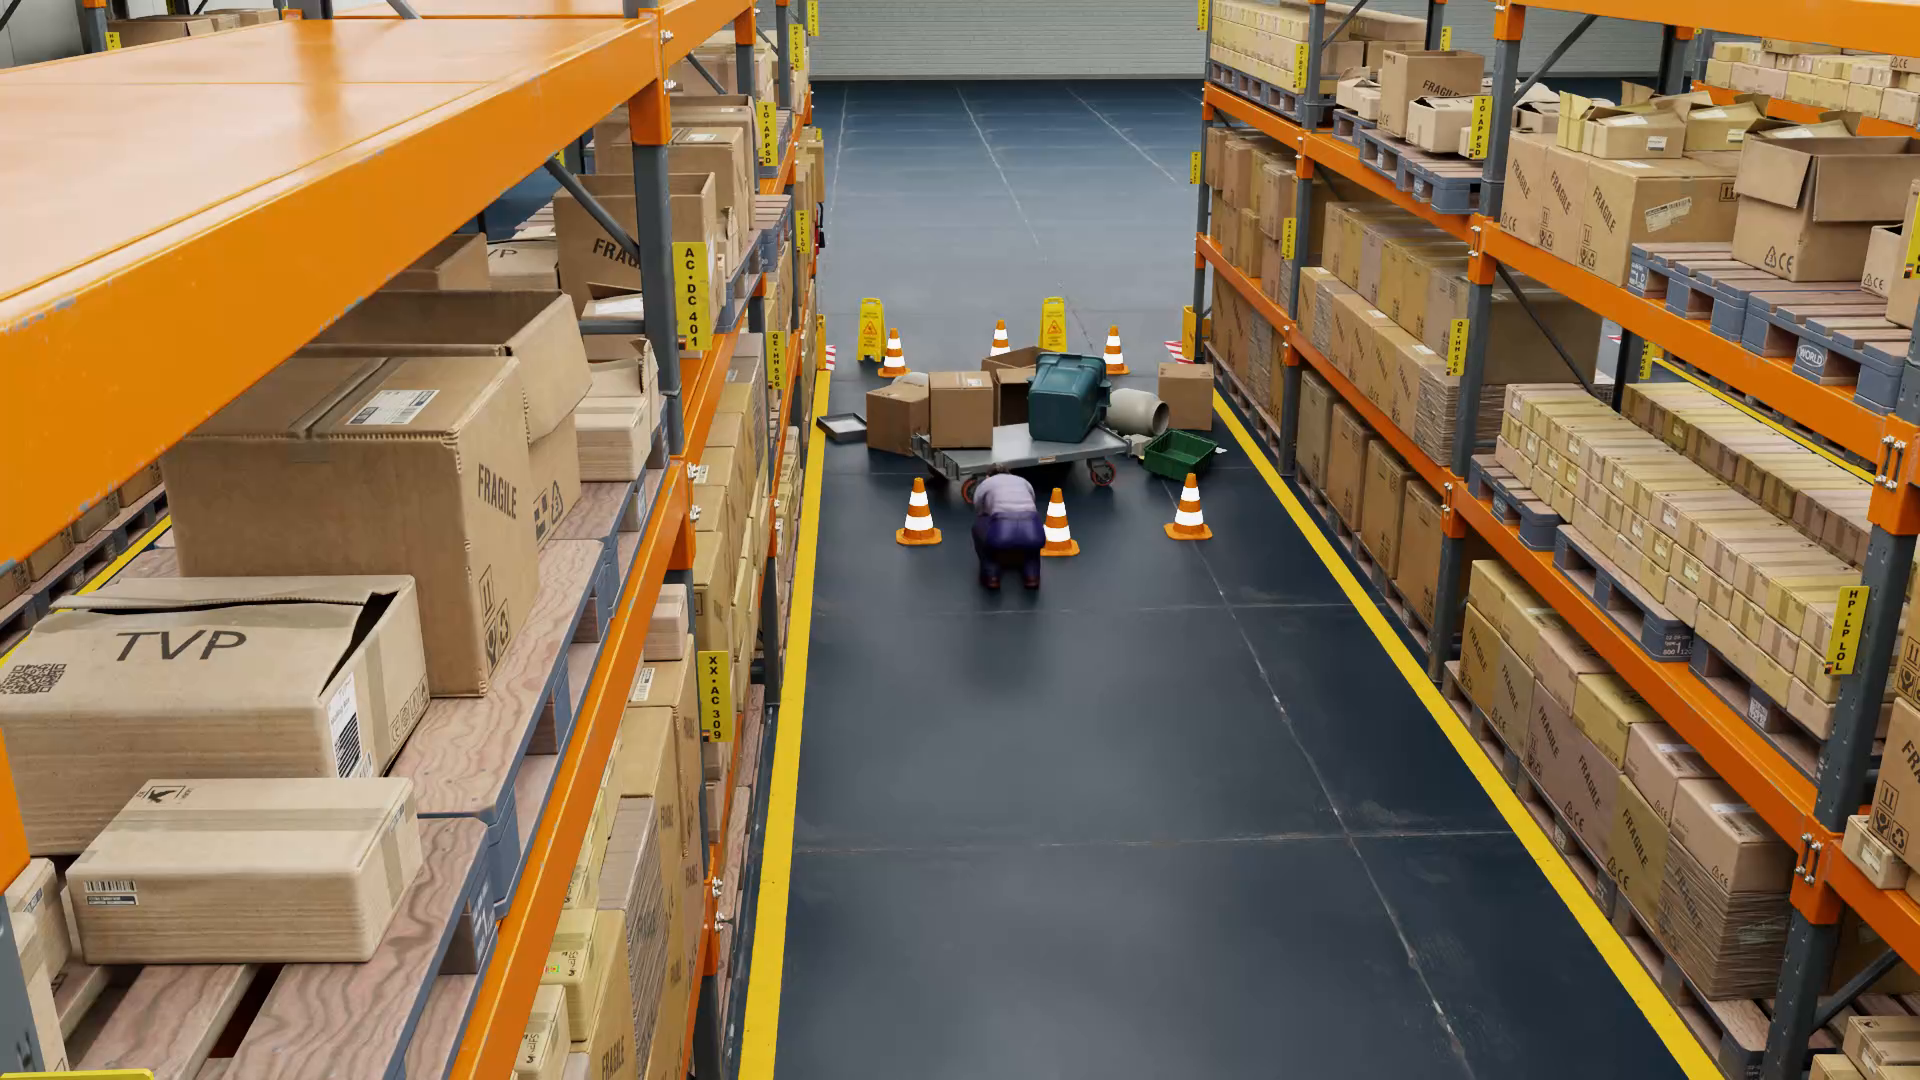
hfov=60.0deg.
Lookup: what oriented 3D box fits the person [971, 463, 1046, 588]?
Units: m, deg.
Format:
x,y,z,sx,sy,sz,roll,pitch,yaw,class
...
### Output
x,y,z,sx,sy,sz,roll,pitch,yaw,class
0.340,-0.083,11.677,0.515,0.773,0.871,-2,21,-4,person
